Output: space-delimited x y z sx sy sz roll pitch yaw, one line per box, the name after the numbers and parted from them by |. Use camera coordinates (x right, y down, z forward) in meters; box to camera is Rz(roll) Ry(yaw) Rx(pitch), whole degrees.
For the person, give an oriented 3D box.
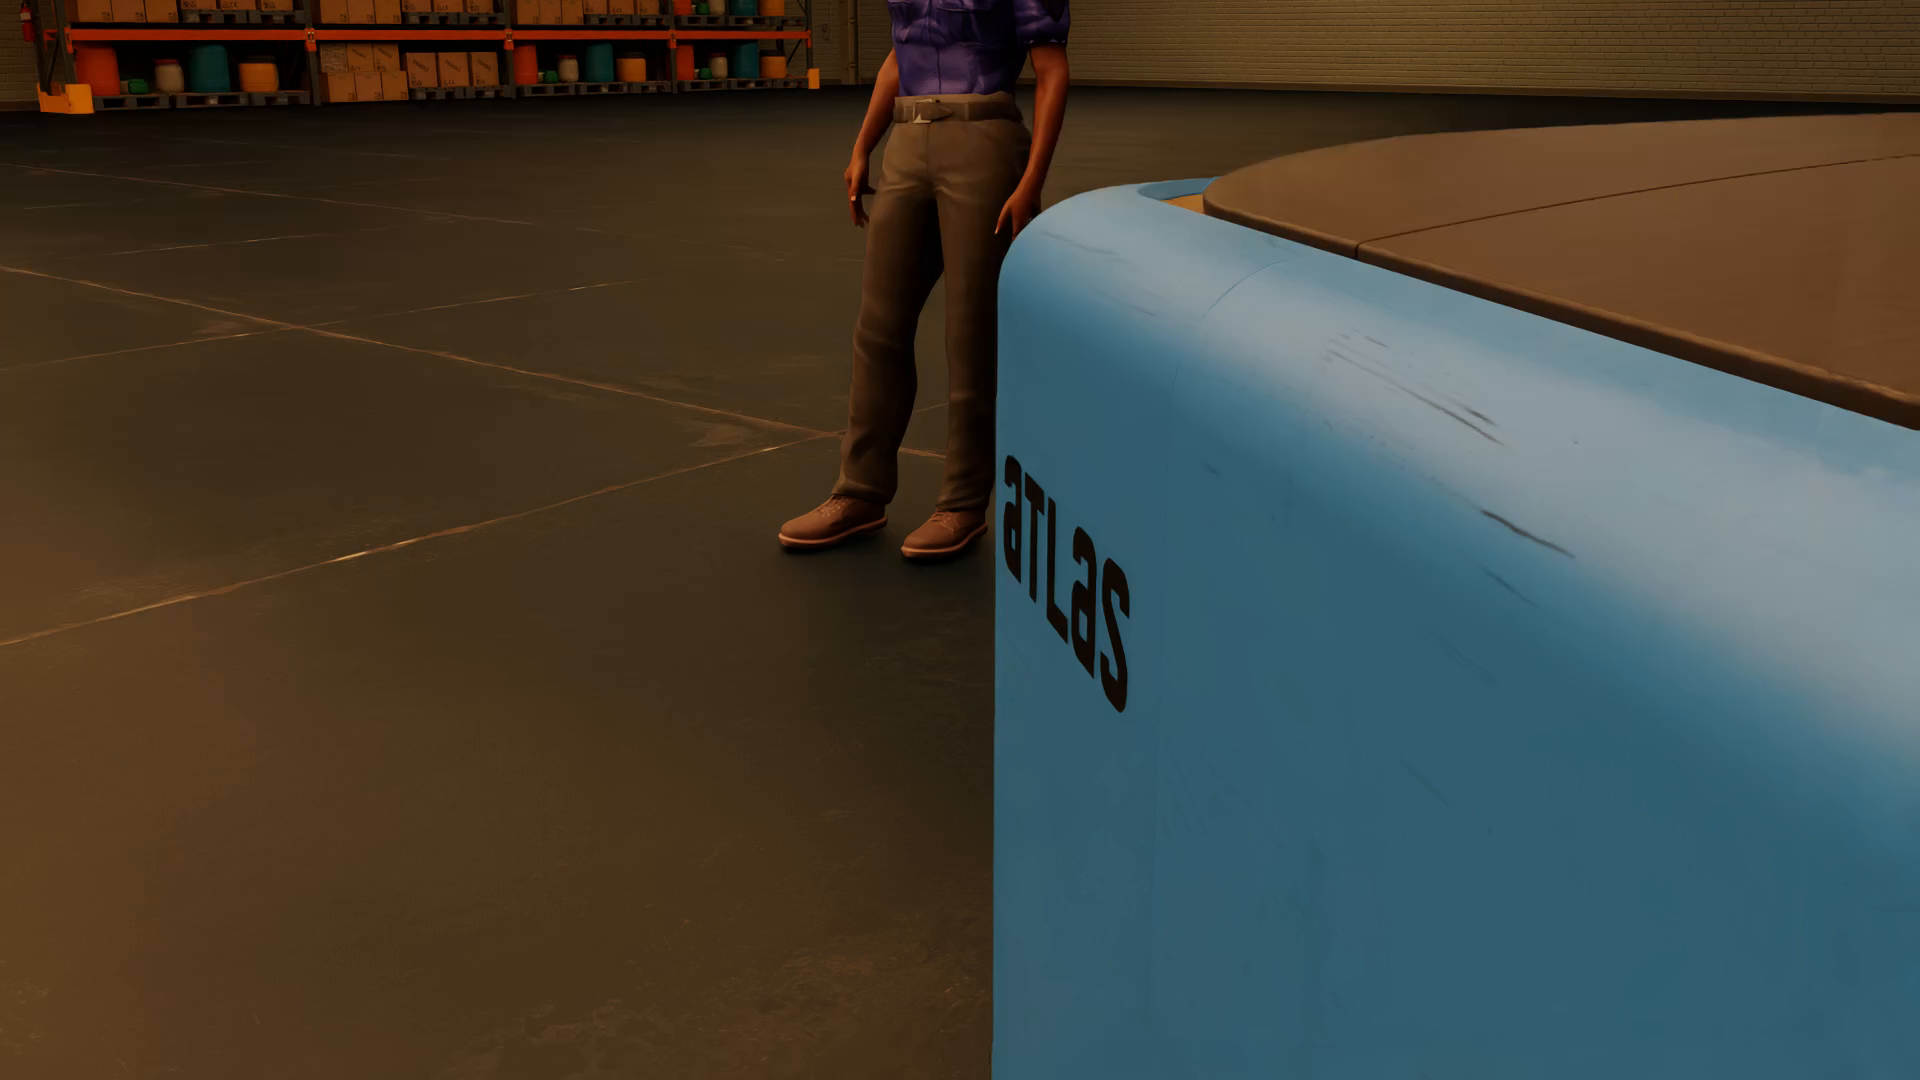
-0.071 -0.782 3.647 0.570 1.654 0.504 13 21 37 | person
